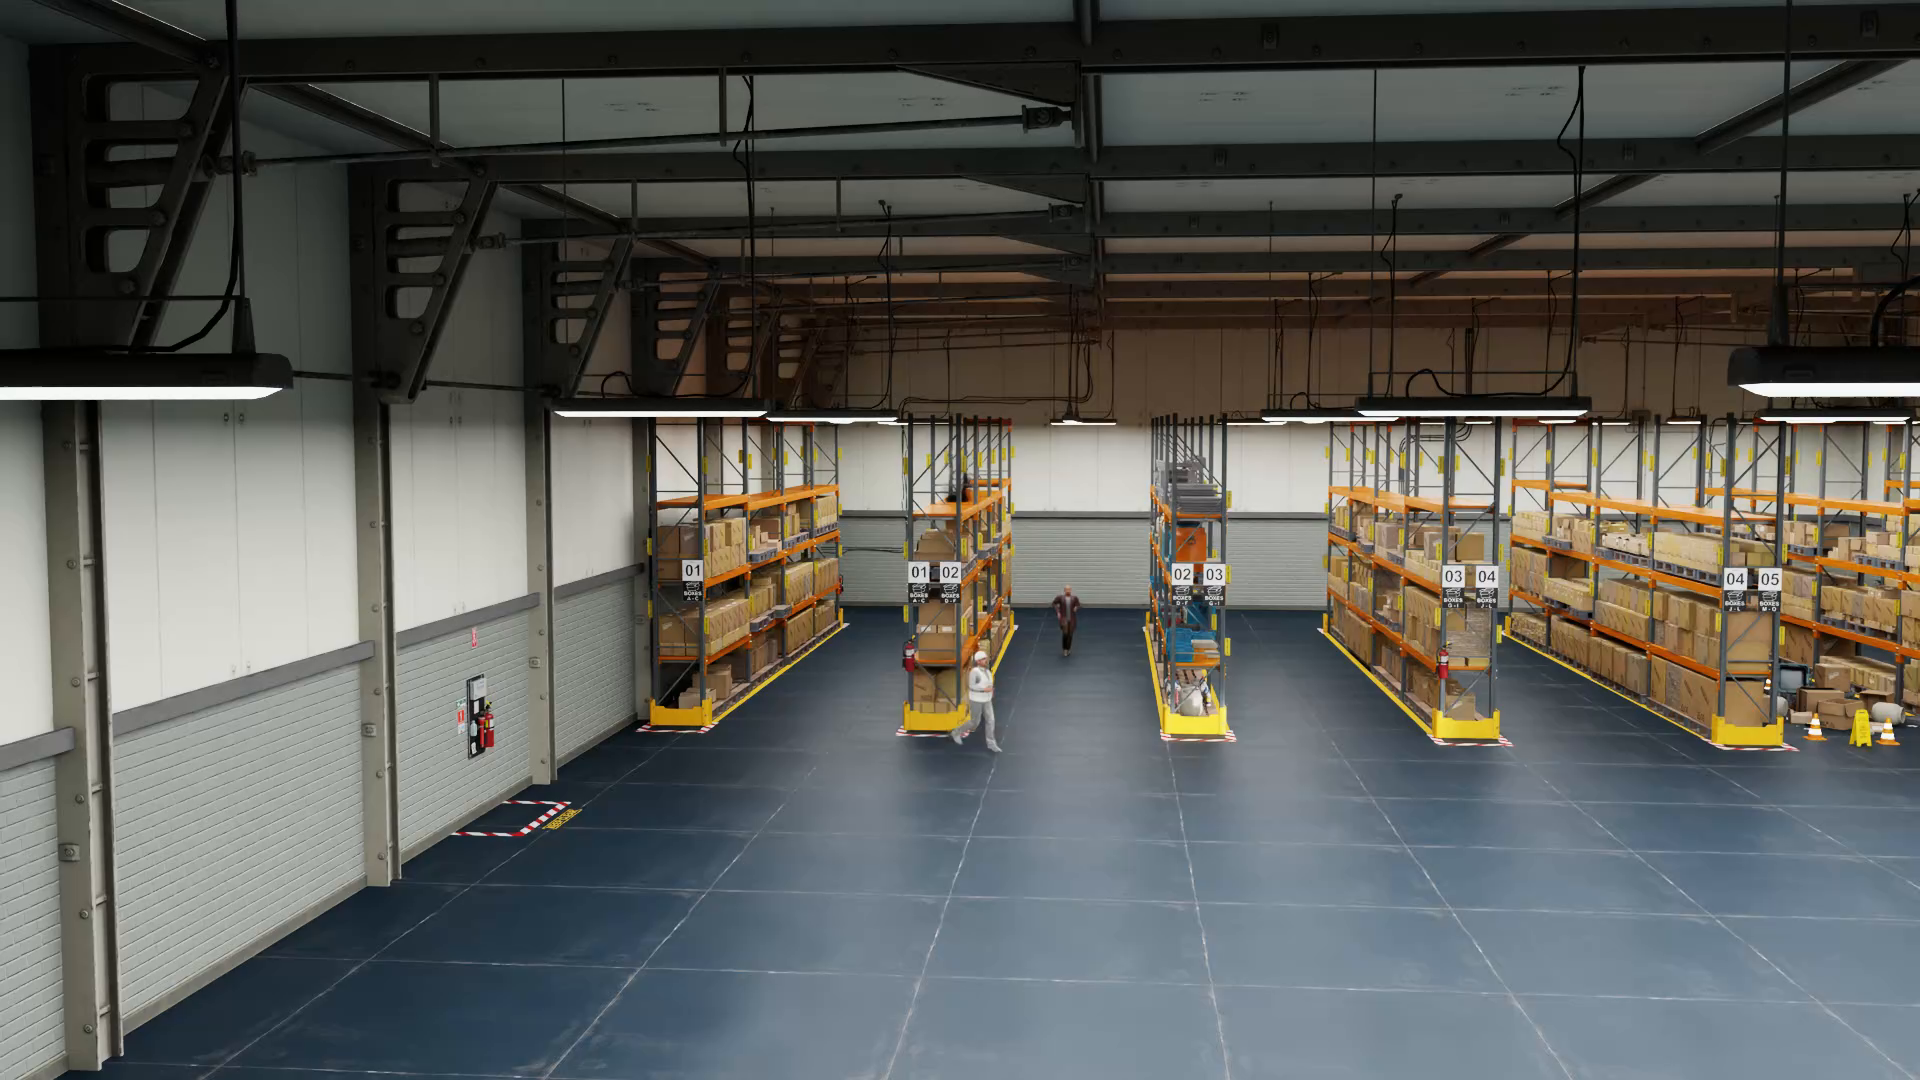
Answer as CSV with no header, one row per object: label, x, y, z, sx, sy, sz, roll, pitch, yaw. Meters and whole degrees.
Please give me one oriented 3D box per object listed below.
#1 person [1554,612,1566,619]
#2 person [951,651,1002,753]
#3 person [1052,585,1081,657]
person,16.900,1.696,47.230,0.794,1.870,0.683,0,4,0
person,0.328,2.853,29.536,0.957,1.784,0.669,3,5,35
person,2.698,2.040,41.798,0.698,1.811,0.750,0,4,-7
